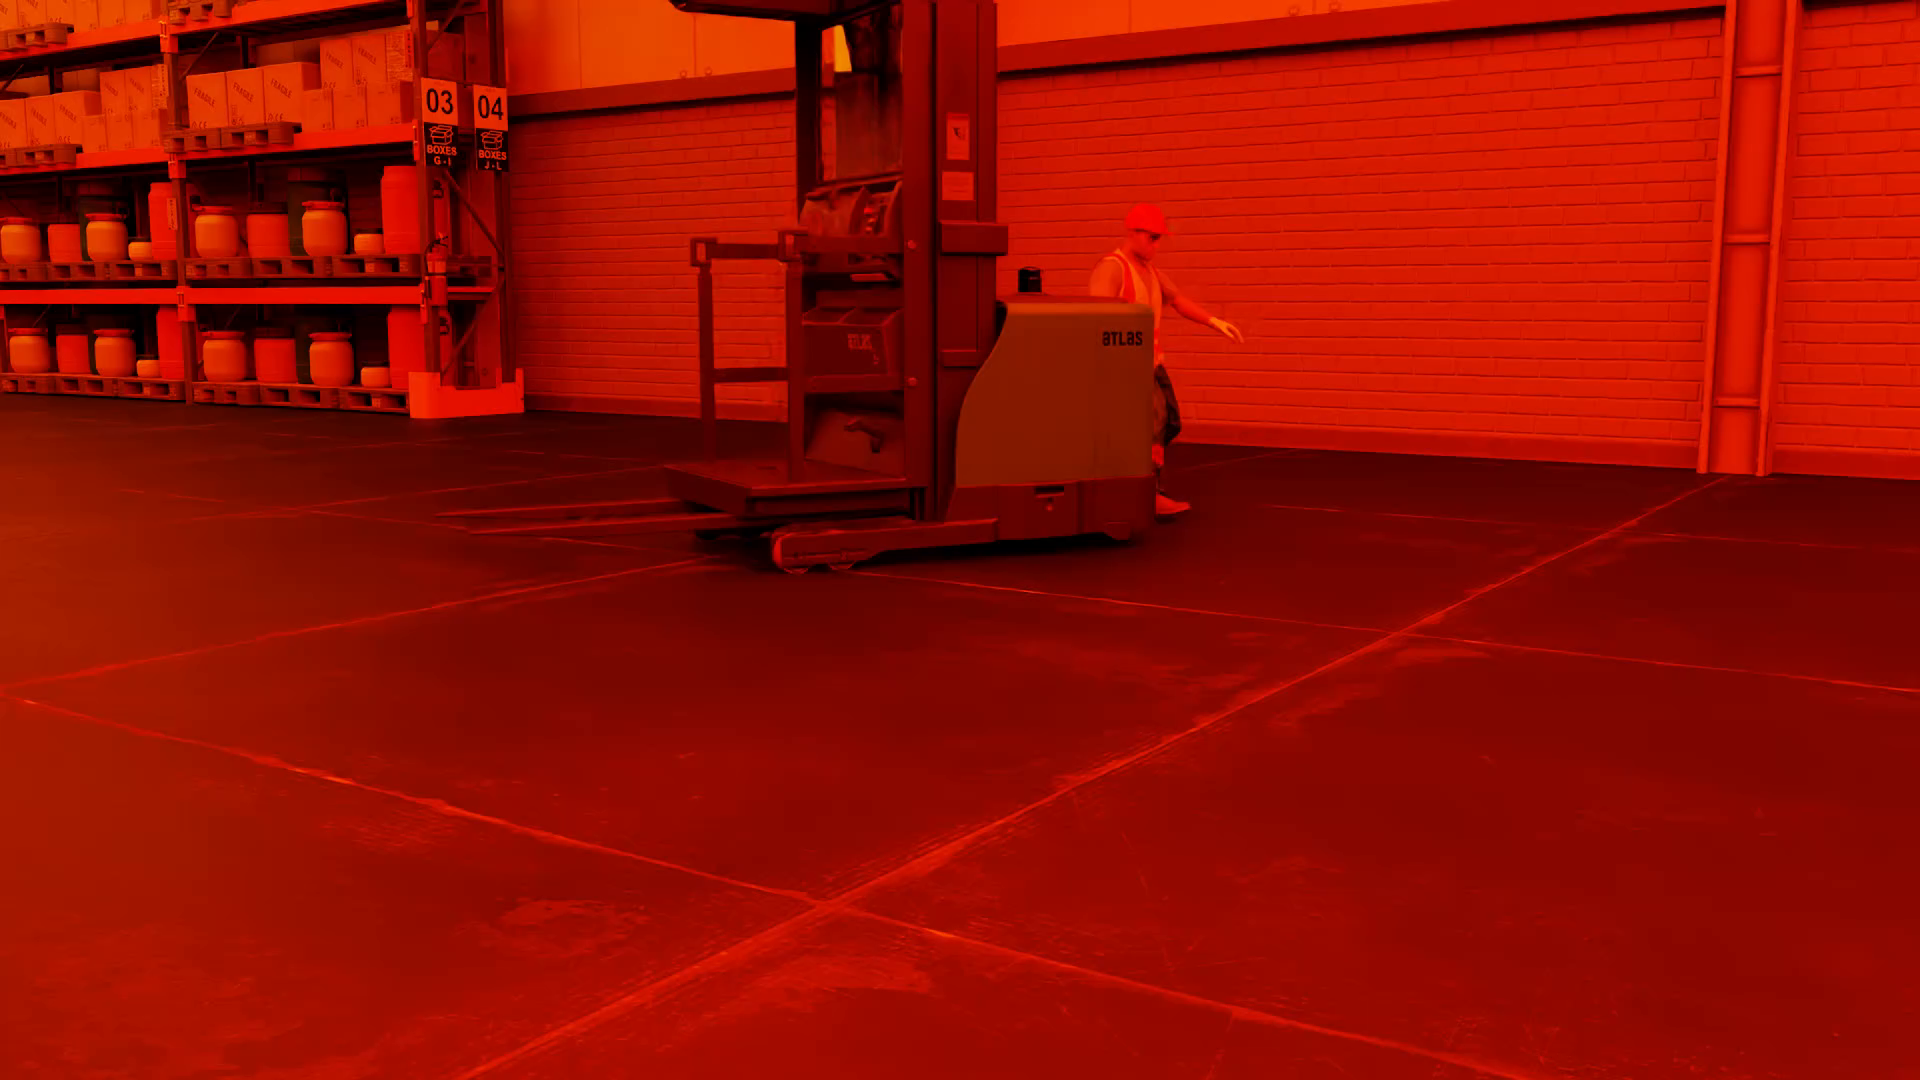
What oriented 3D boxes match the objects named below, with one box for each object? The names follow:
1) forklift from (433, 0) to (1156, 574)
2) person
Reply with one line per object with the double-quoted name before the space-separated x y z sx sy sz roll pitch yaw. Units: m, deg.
"forklift" -0.660 -1.398 7.024 3.031 2.935 1.130 -4 9 -29
"person" 1.027 -0.959 8.776 0.995 1.608 1.042 6 10 38
